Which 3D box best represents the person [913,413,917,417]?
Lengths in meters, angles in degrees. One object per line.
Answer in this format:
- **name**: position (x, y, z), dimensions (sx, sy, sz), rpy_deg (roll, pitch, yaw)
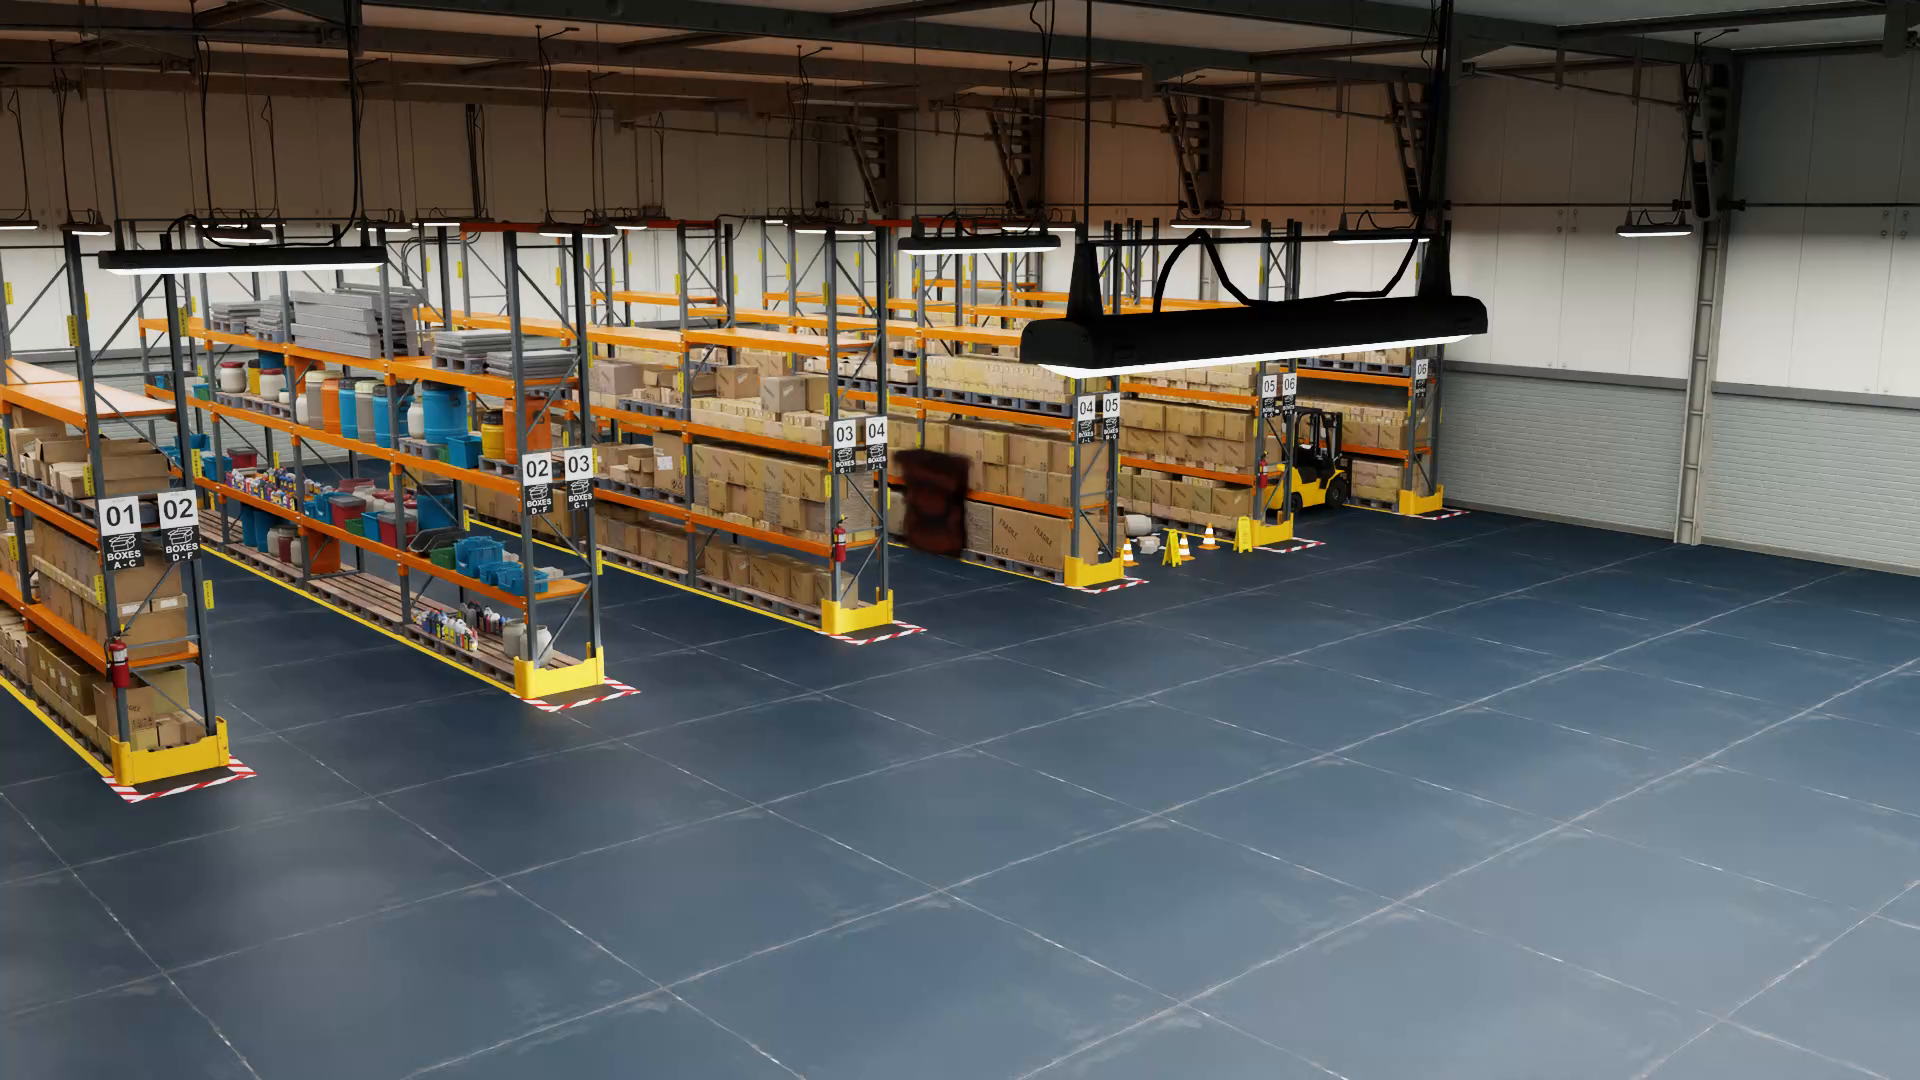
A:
- **person**: position (-0.892, -1.718, 34.367), dimensions (0.397, 1.806, 0.607), rpy_deg (-2, 12, -8)
